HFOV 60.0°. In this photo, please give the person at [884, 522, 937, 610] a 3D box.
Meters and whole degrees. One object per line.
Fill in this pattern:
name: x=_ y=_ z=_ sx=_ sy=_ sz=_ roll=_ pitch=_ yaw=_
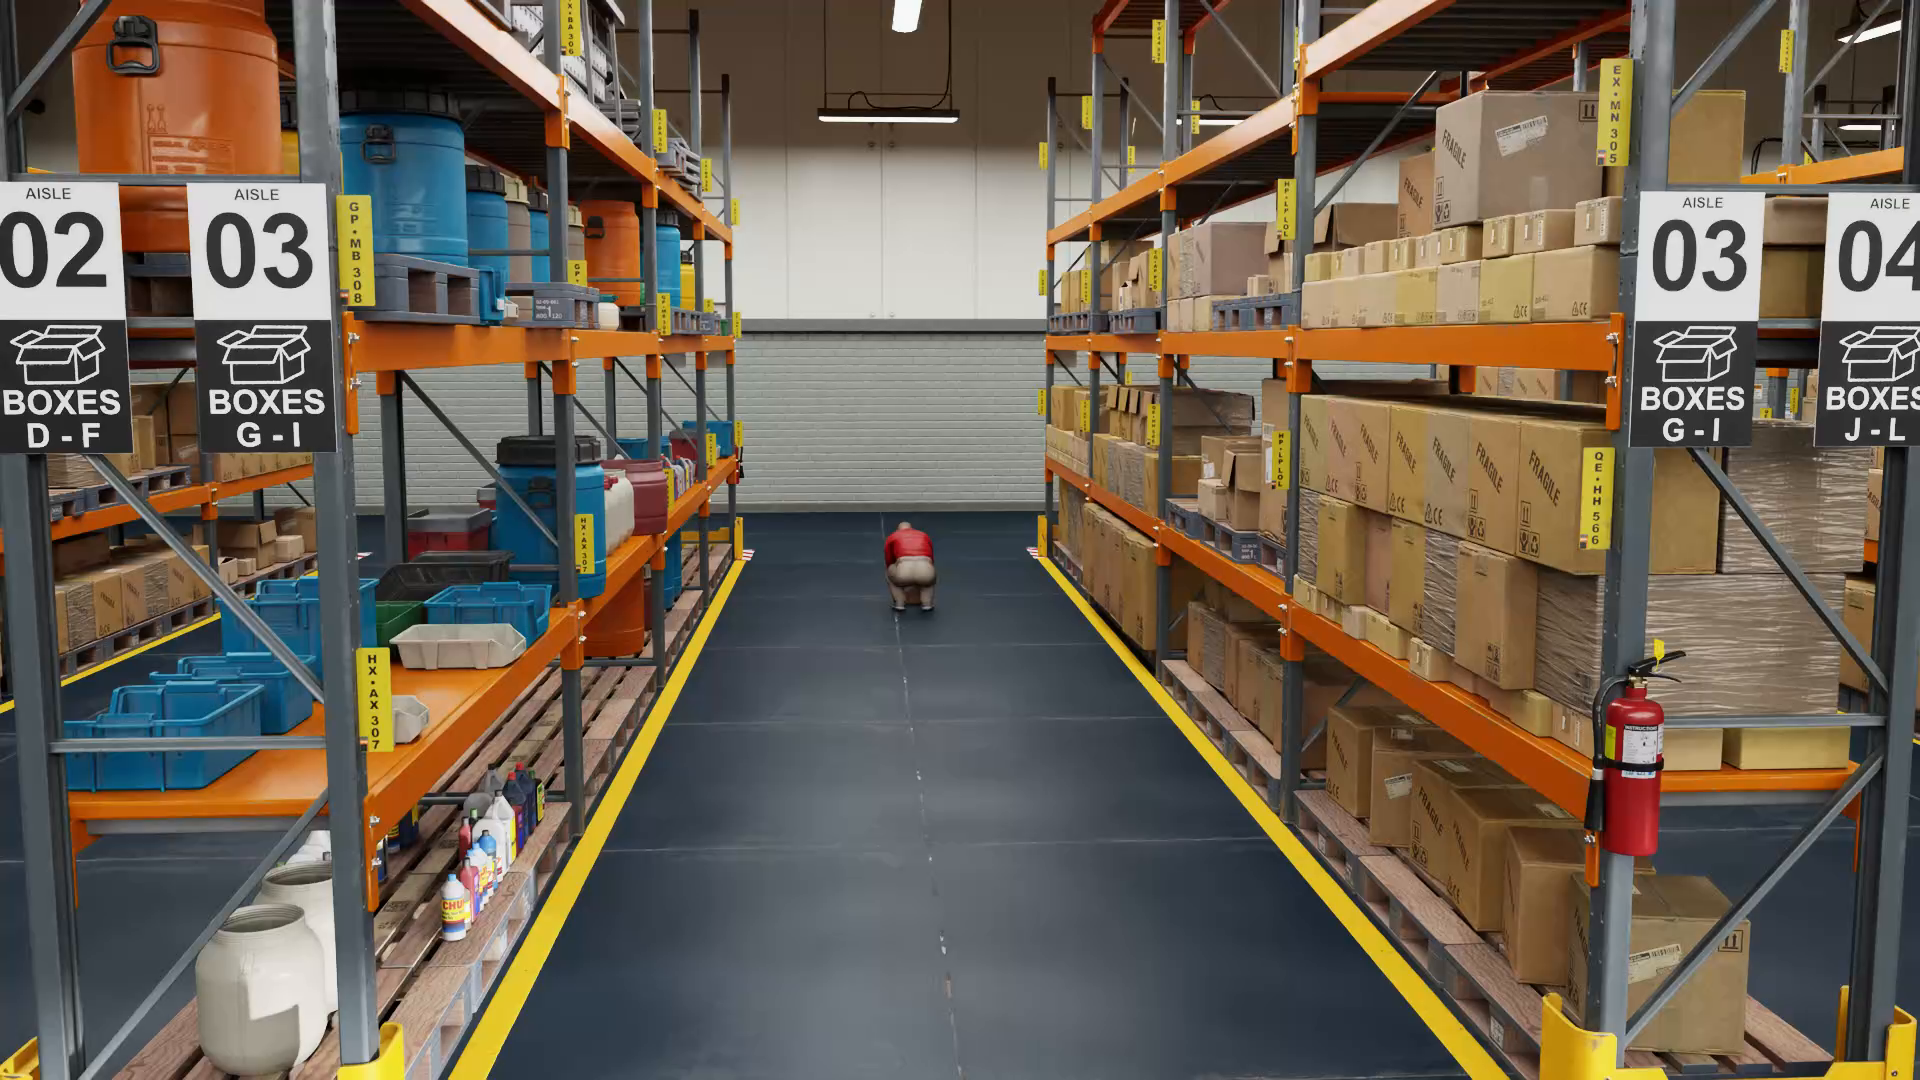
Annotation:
person: x=-0.505 y=0.276 z=17.236 sx=0.553 sy=0.853 sz=0.860 roll=0 pitch=7 yaw=-4
